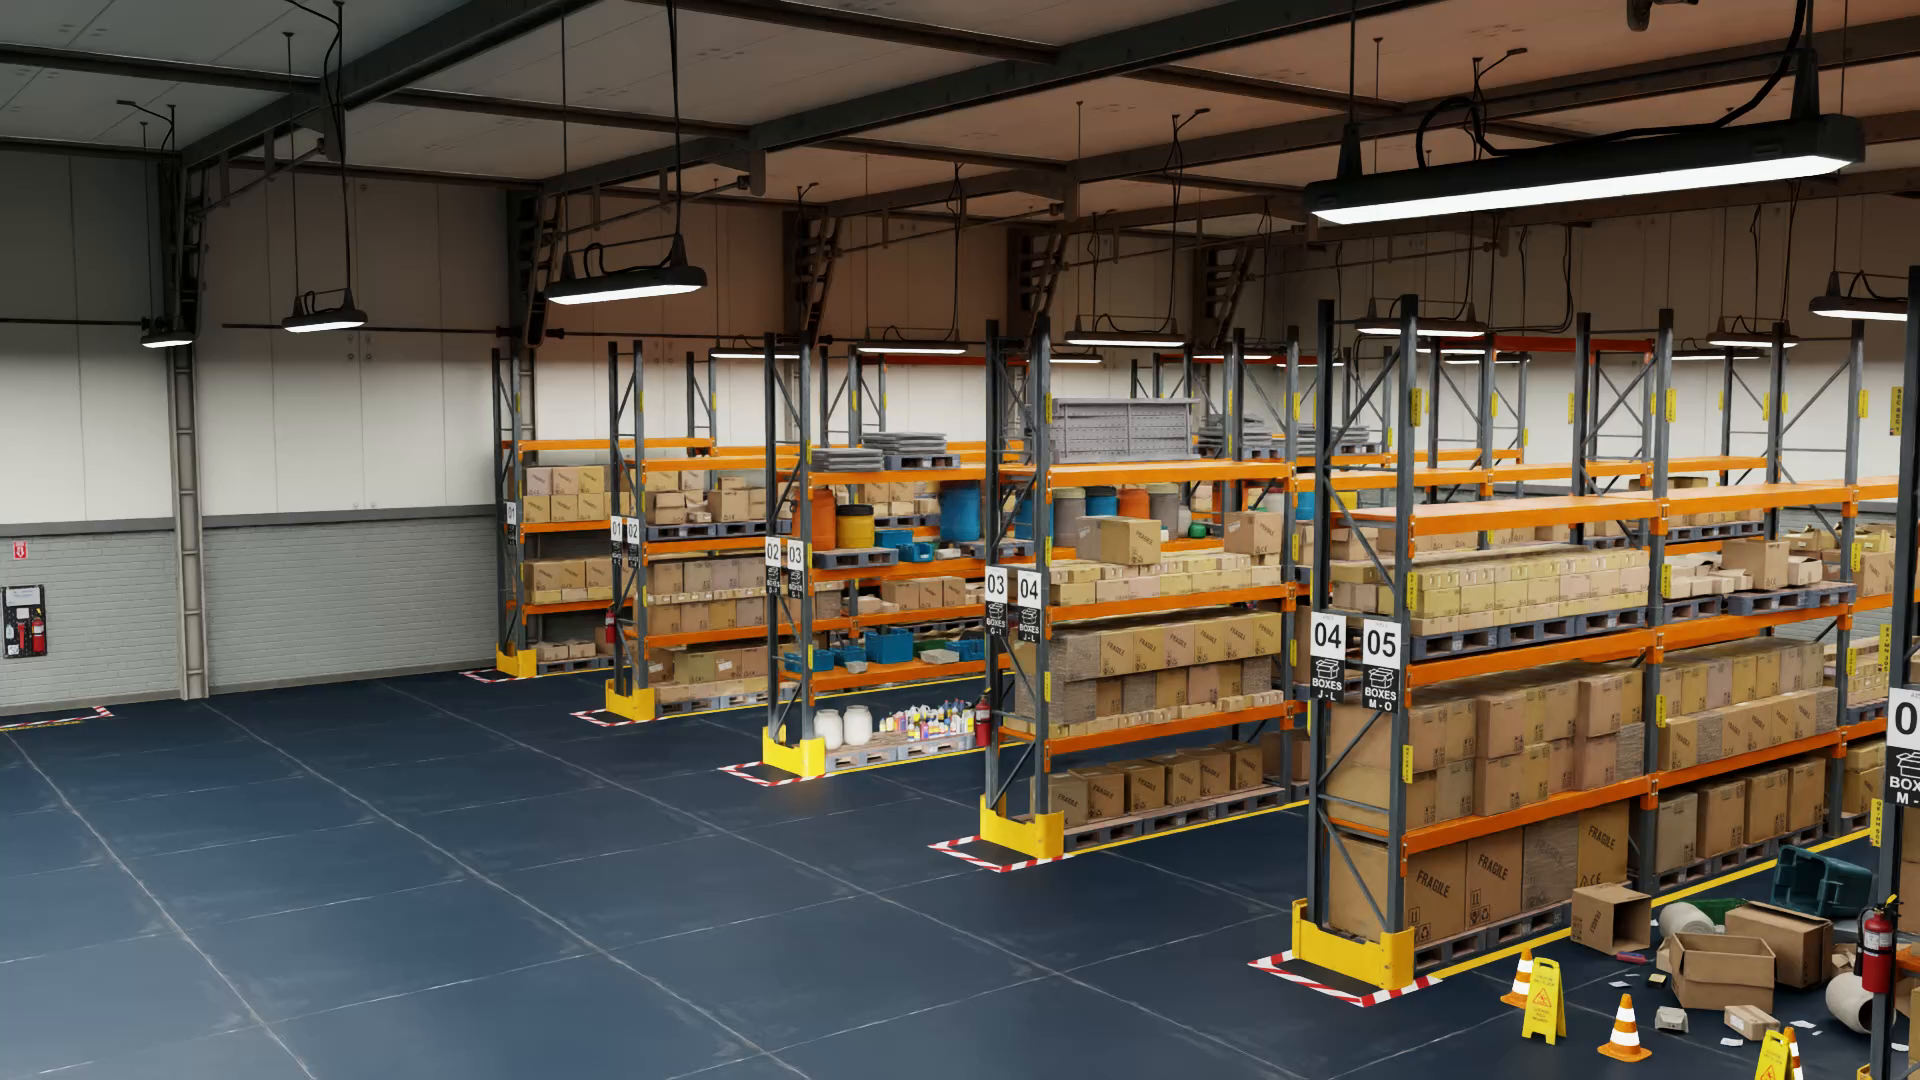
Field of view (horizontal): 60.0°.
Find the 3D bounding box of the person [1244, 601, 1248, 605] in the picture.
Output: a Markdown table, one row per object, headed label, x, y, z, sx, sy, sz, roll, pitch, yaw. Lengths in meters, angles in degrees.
| label | x | y | z | sx | sy | sz | roll | pitch | yaw |
| --- | --- | --- | --- | --- | --- | --- | --- | --- | --- |
| person | 6.410 | 0.927 | 38.719 | 1.034 | 1.613 | 0.502 | -3 | 6 | -34 |
